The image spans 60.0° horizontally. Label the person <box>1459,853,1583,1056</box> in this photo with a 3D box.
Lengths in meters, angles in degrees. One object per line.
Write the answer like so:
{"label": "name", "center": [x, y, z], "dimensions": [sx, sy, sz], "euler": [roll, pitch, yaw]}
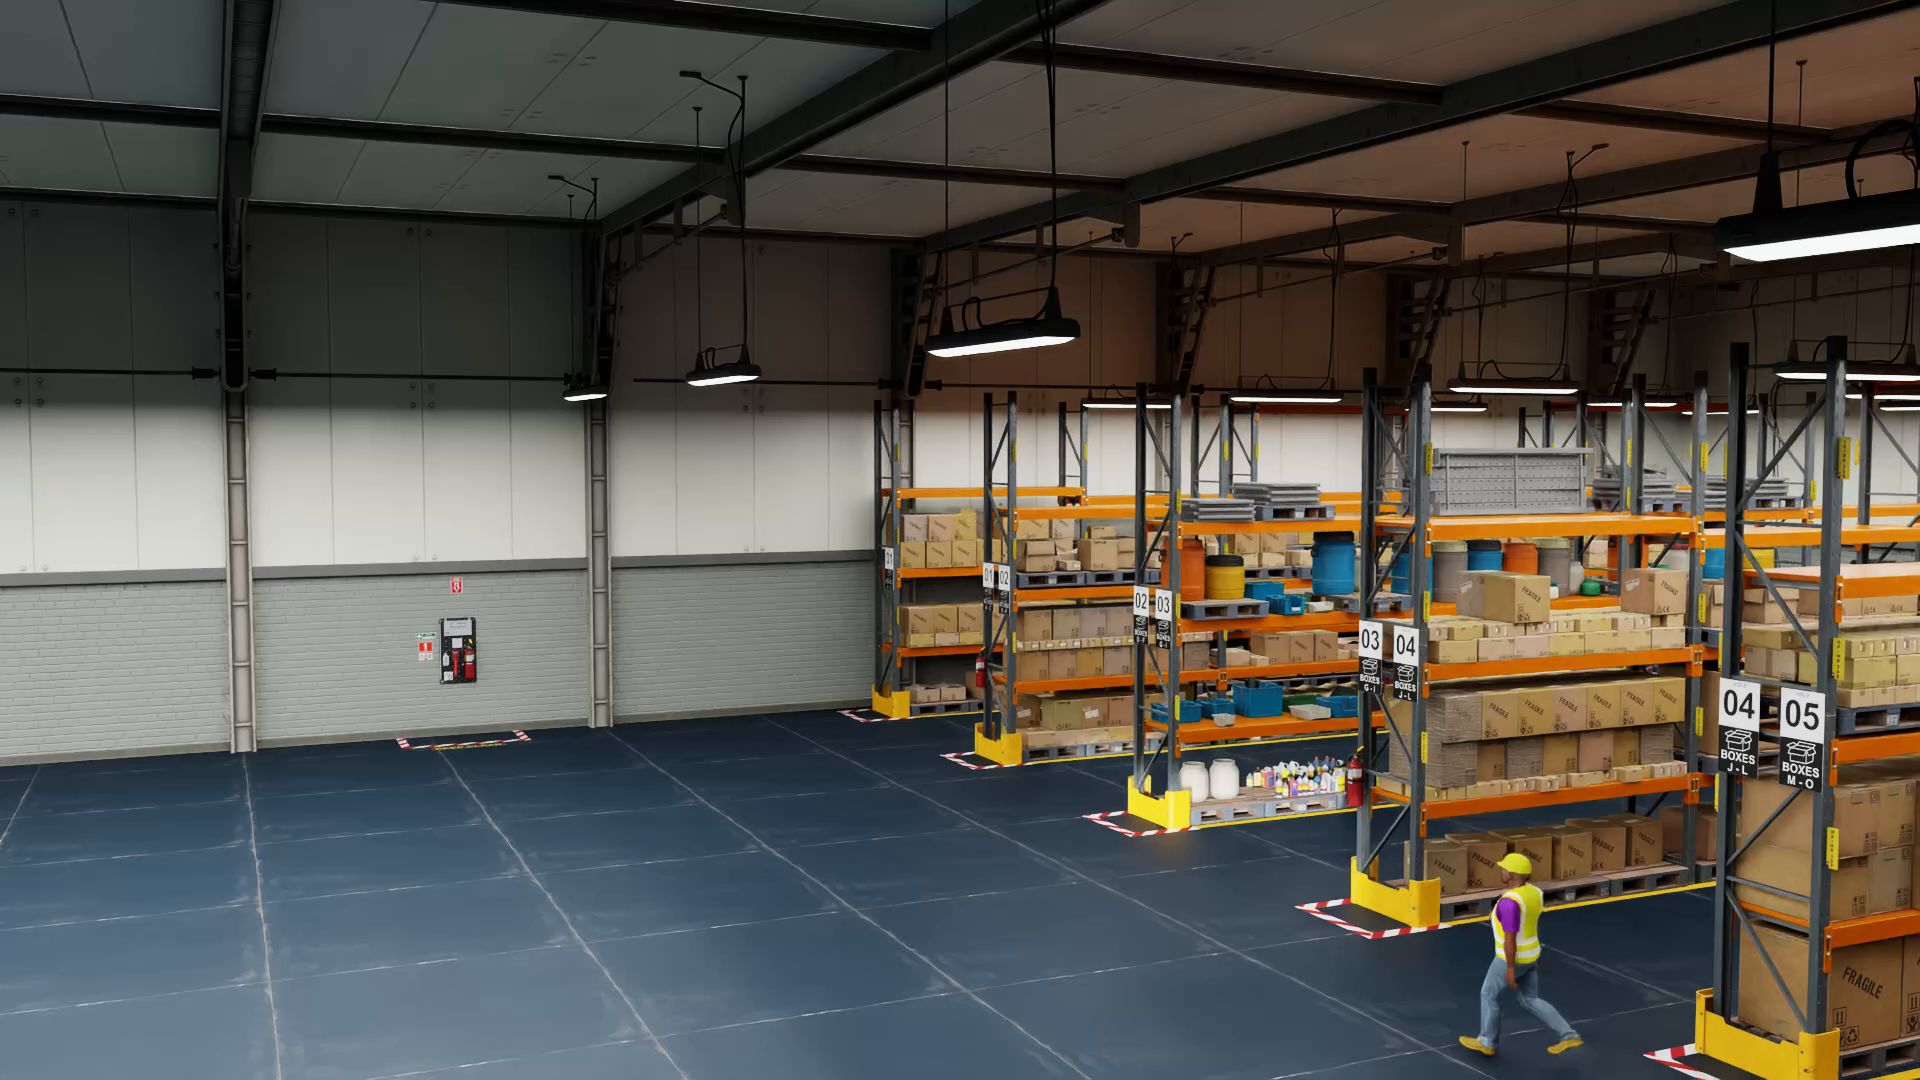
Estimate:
{"label": "person", "center": [4.682, 3.484, 13.886], "dimensions": [0.983, 1.733, 0.571], "euler": [3, 4, 40]}

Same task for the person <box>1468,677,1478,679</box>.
{"label": "person", "center": [8.486, 2.666, 27.945], "dimensions": [1.074, 1.715, 0.550], "euler": [-1, 4, -21]}
